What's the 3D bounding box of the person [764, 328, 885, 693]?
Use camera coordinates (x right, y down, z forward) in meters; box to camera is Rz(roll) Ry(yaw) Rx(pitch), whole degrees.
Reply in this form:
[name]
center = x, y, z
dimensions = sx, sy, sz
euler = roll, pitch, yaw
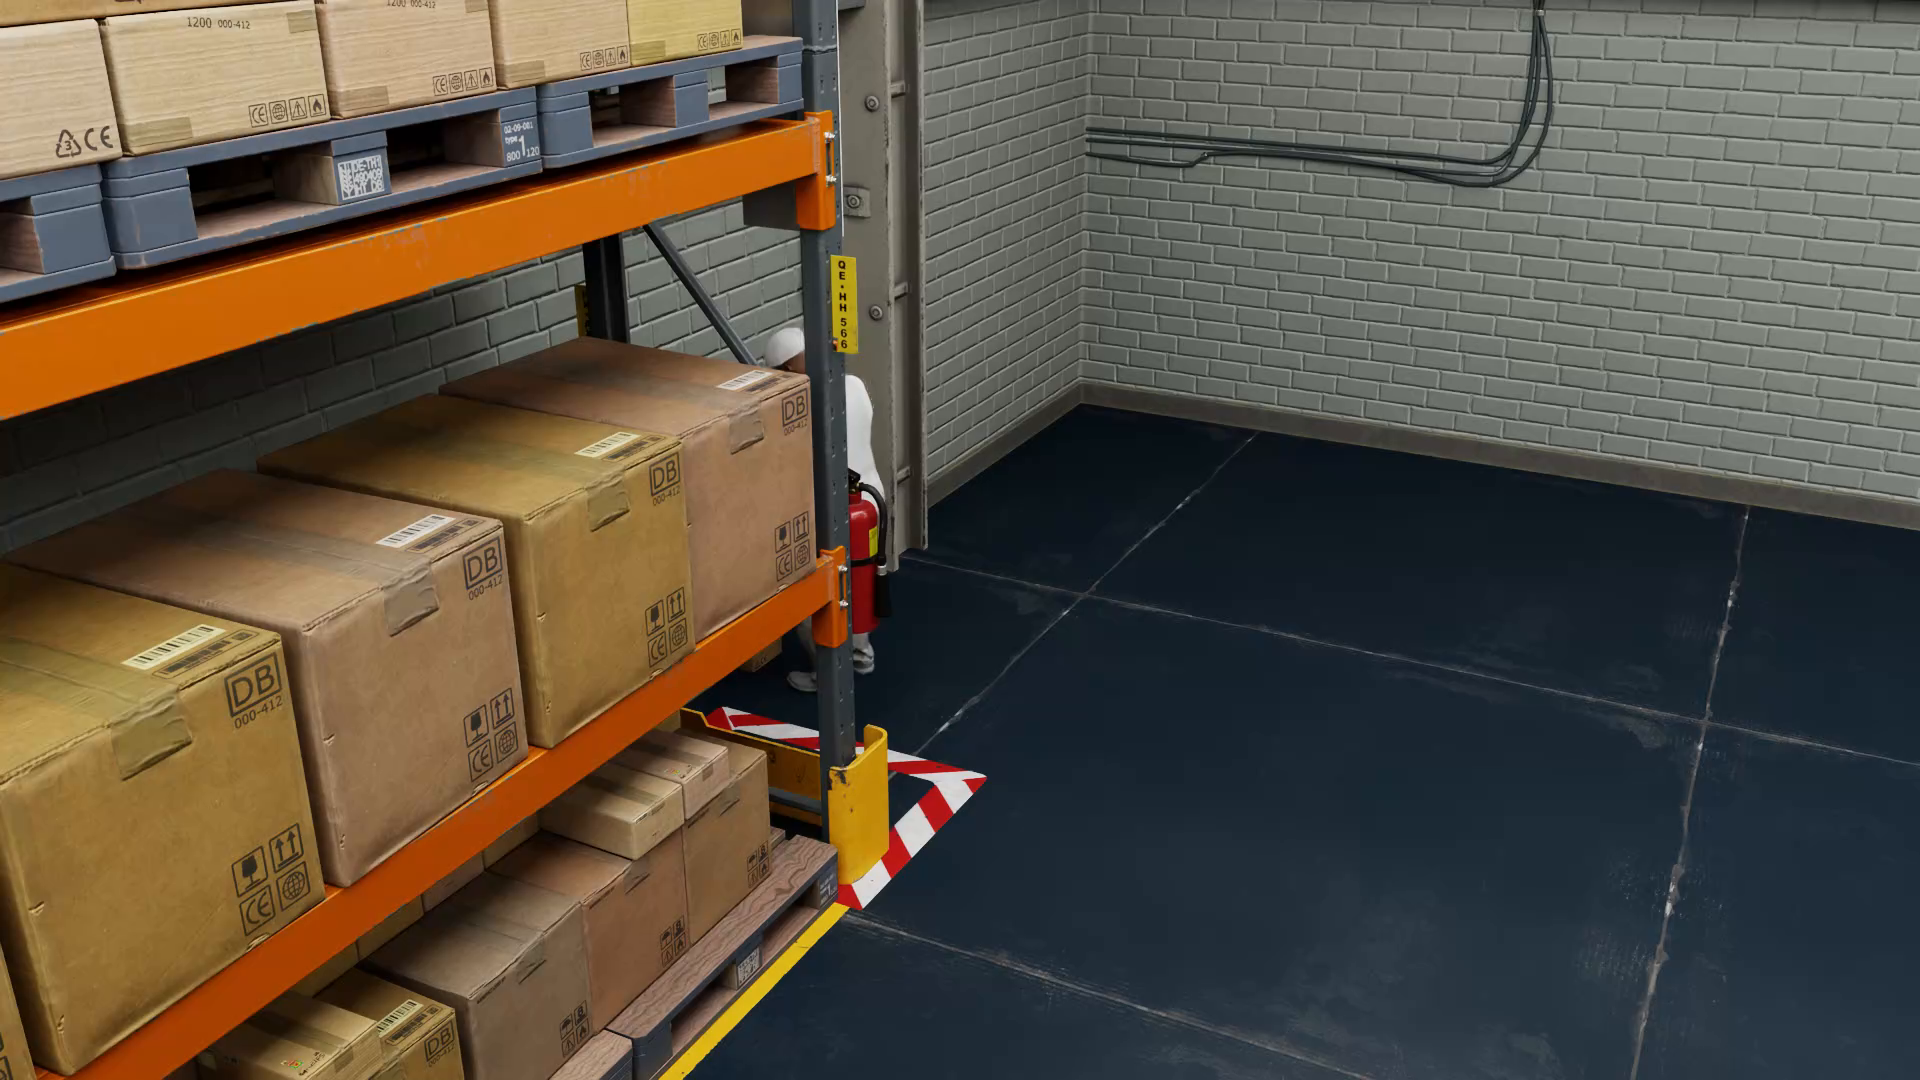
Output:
[person]
center = -0.629, -0.118, 7.462
dimensions = 0.511, 1.679, 0.602
euler = 12, 25, 26
